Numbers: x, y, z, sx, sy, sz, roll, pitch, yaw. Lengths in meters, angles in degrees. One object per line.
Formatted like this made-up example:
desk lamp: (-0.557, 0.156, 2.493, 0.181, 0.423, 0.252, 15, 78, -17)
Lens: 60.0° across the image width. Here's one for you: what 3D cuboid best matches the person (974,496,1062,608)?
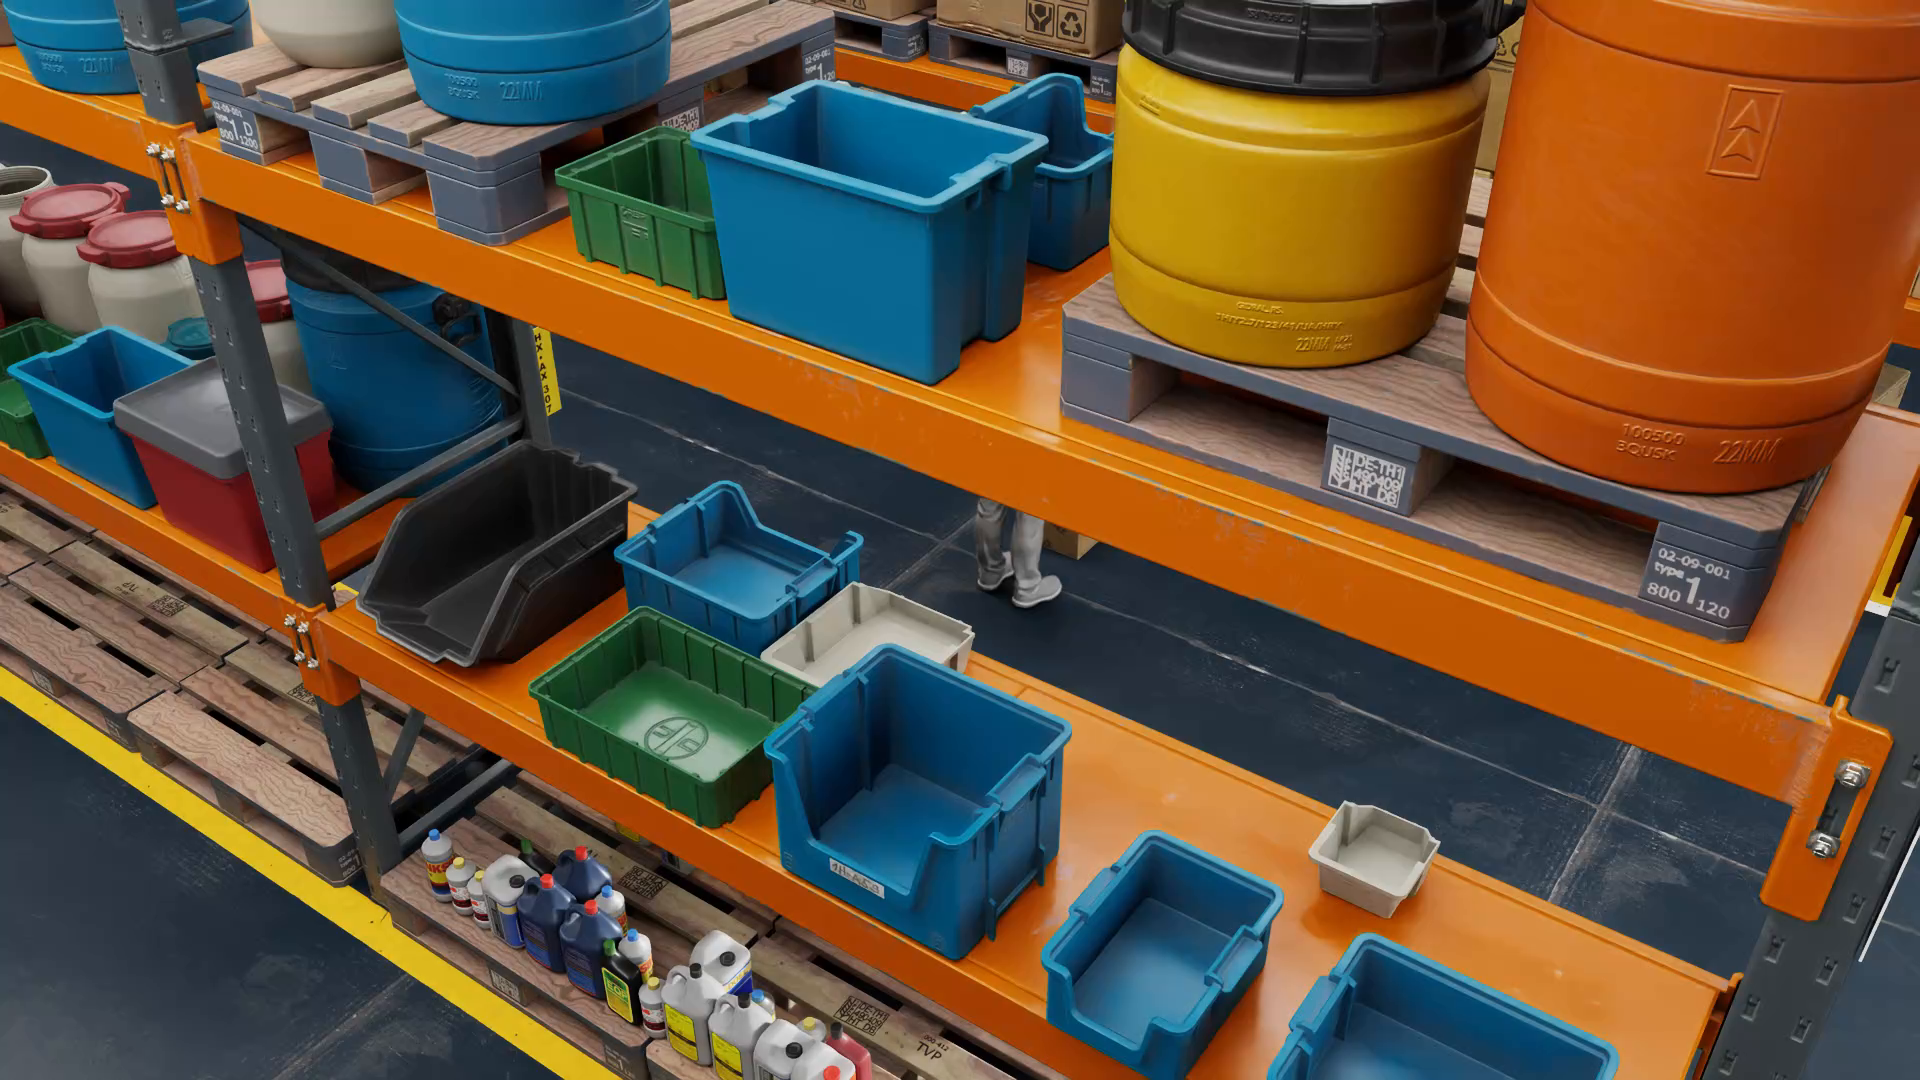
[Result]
person: (0.209, -0.486, 6.814, 0.492, 1.705, 0.363, 22, 41, 29)
